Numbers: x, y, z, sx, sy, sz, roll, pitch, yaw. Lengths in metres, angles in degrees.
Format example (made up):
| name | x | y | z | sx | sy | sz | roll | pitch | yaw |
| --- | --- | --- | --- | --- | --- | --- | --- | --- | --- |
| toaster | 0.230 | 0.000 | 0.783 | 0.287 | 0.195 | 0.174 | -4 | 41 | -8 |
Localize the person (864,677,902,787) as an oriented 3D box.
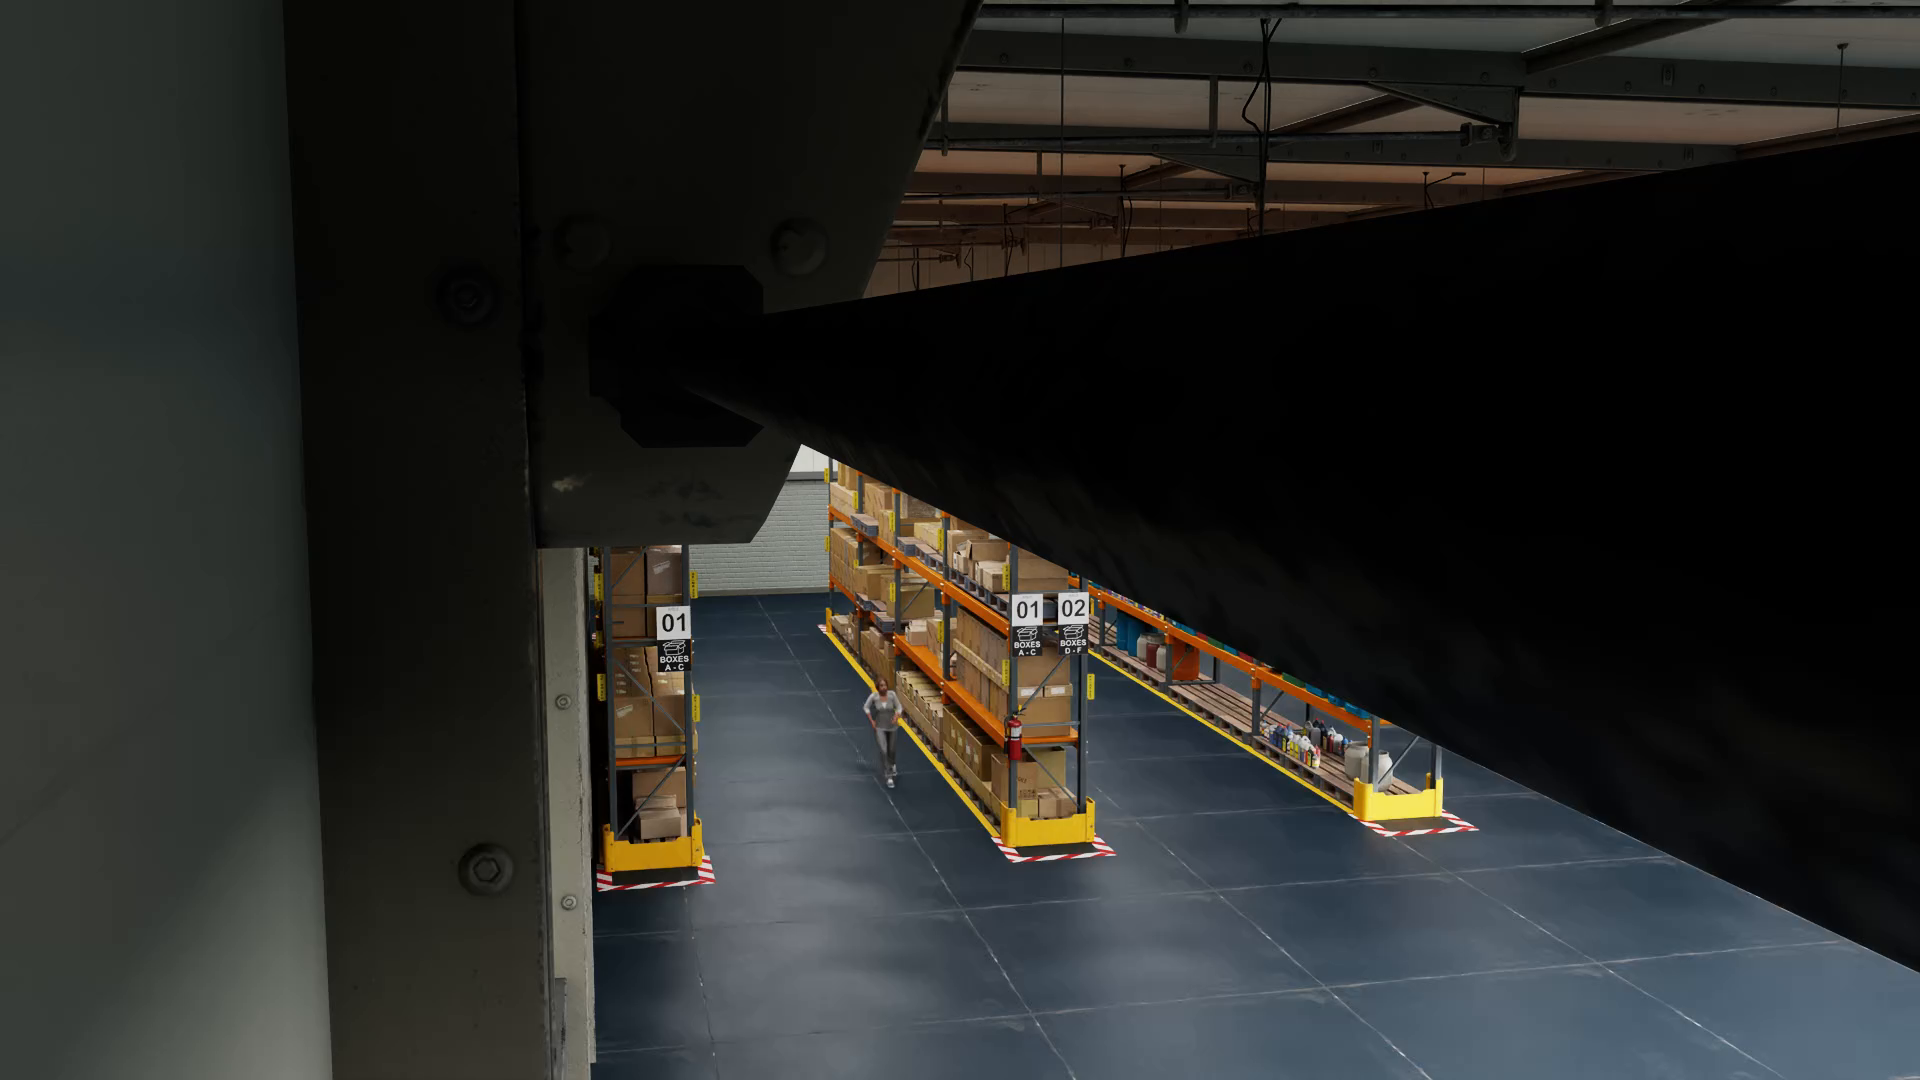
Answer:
| name | x | y | z | sx | sy | sz | roll | pitch | yaw |
| --- | --- | --- | --- | --- | --- | --- | --- | --- | --- |
| person | -1.105 | 2.710 | 23.916 | 0.560 | 1.568 | 0.779 | 0 | 7 | -2 |
